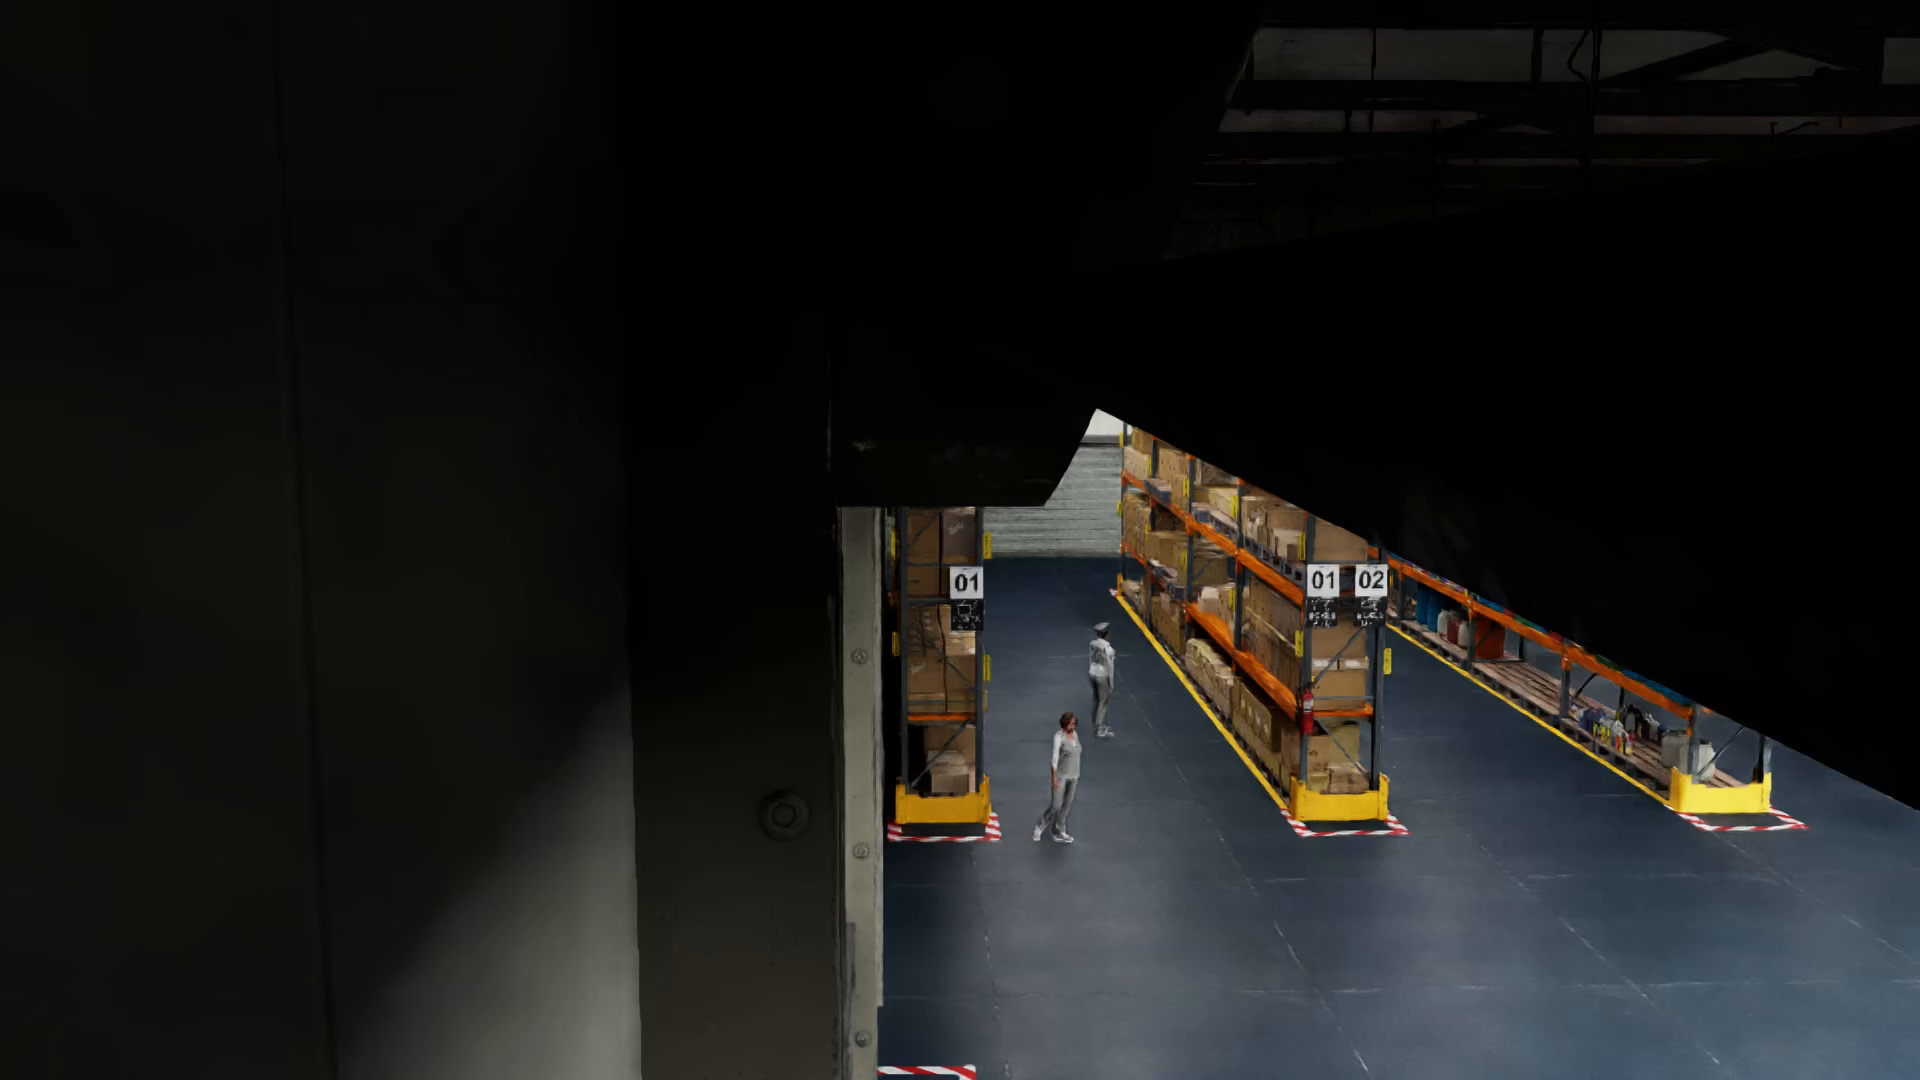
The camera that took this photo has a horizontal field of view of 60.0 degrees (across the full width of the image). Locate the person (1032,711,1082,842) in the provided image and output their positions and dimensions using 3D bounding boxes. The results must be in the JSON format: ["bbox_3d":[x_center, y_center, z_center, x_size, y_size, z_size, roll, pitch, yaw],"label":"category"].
[{"bbox_3d":[1.144,2.799,19.614,0.572,1.586,0.462,-8,11,-44],"label":"person"}]

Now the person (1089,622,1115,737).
[{"bbox_3d":[2.124,2.046,24.586,0.416,1.677,0.537,-5,9,-31],"label":"person"}]
